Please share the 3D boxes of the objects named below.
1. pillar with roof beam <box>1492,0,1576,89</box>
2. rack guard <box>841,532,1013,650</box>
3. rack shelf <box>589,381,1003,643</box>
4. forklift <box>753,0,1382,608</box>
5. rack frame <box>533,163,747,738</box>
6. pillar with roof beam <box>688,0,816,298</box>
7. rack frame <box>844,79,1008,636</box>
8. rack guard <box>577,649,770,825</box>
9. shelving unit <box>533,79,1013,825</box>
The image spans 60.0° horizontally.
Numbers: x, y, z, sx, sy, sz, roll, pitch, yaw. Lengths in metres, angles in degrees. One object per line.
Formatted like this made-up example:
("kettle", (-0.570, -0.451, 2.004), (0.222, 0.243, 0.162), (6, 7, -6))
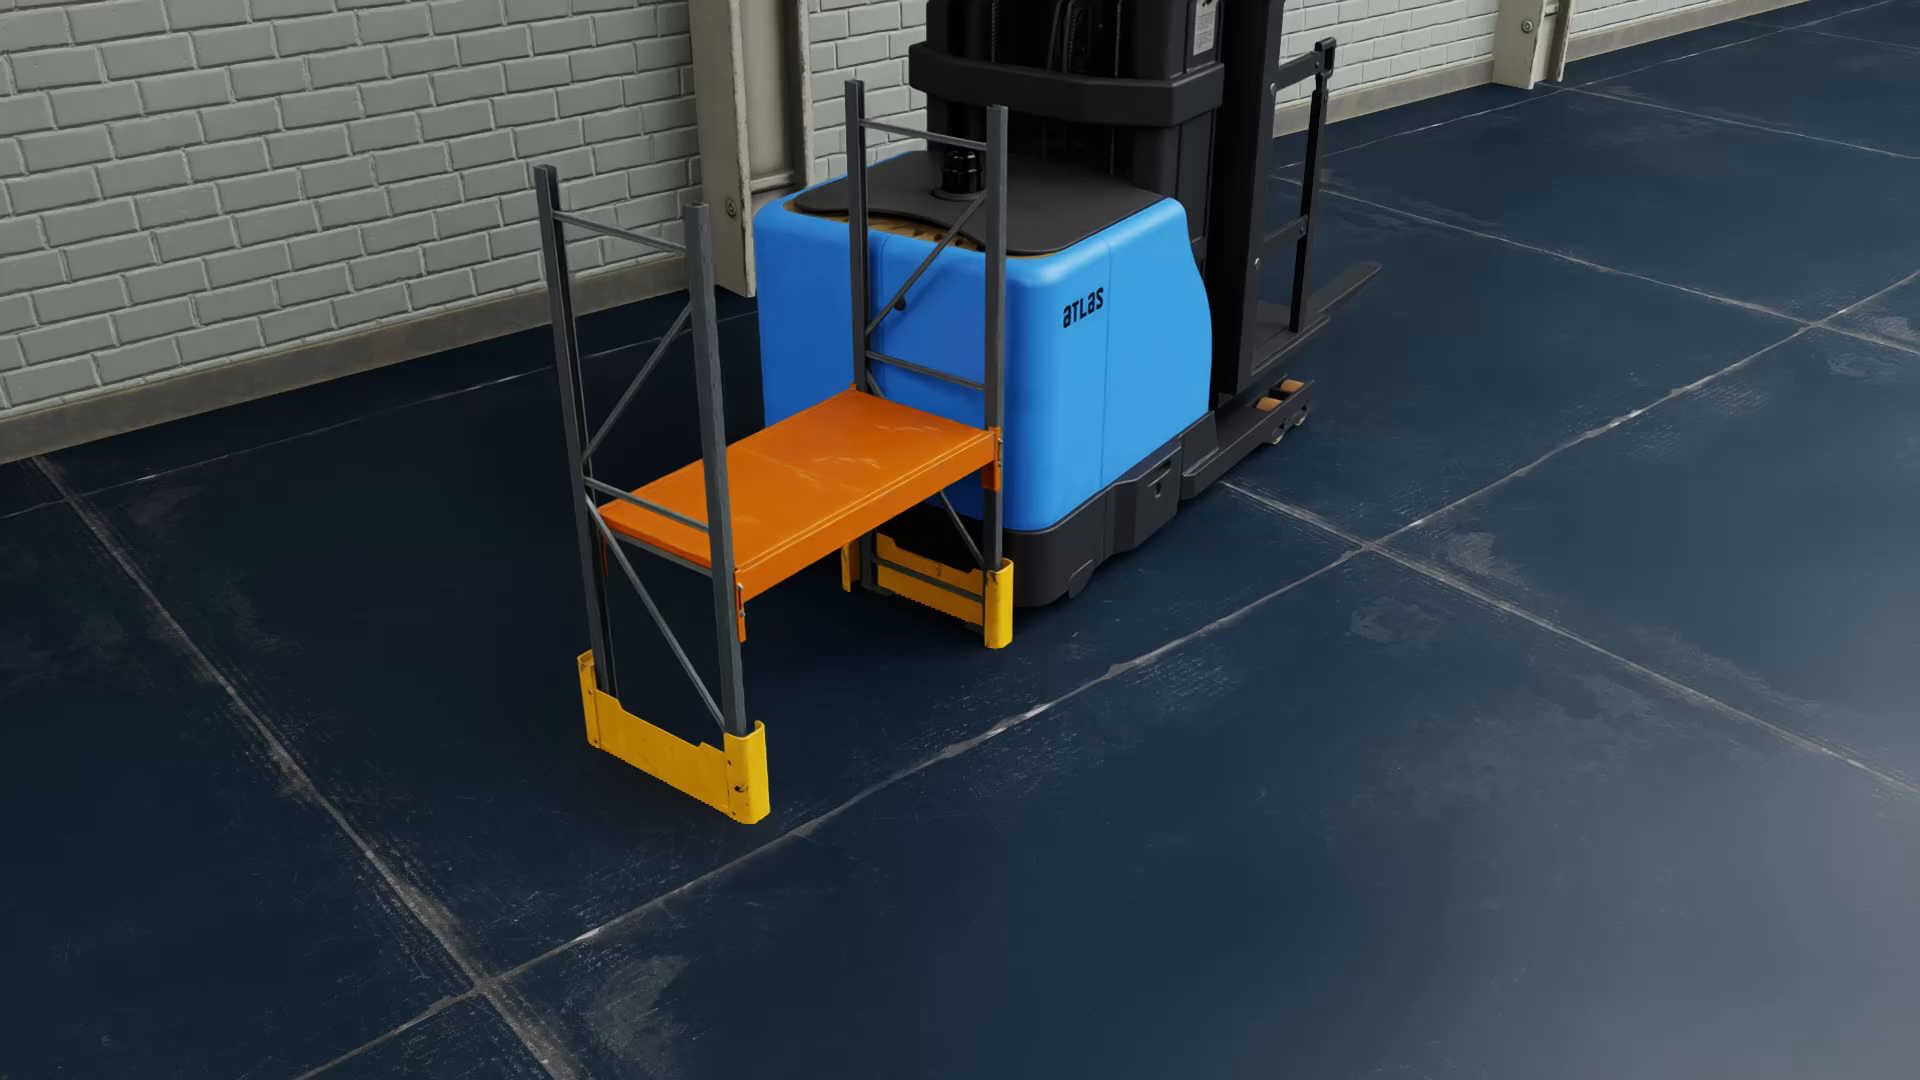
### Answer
("pillar with roof beam", (6.486, -5.427, 5.858), (0.400, 9.000, 9.100), (-22, 35, -35))
("rack guard", (-0.103, 0.104, 4.791), (0.587, 0.250, 0.087), (20, 34, 32))
("rack shelf", (-0.400, -0.106, 4.239), (0.538, 0.185, 1.000), (20, 34, 32))
("forklift", (0.632, -1.744, 5.404), (1.130, 2.935, 3.031), (18, 33, 30))
("rack frame", (-0.710, -0.075, 3.798), (0.500, 1.500, 0.032), (20, 34, 32))
("pillar with roof beam", (1.921, -3.592, 2.423), (0.400, 9.000, 9.100), (-22, 35, -35))
("rack frame", (-0.091, -0.455, 4.510), (0.500, 1.500, 0.032), (20, 34, 32))
("rack guard", (-0.709, 0.476, 4.094), (0.587, 0.250, 0.087), (20, 34, 32))
("shelving unit", (-0.406, -0.261, 4.148), (0.587, 1.500, 1.083), (20, 34, 32))
